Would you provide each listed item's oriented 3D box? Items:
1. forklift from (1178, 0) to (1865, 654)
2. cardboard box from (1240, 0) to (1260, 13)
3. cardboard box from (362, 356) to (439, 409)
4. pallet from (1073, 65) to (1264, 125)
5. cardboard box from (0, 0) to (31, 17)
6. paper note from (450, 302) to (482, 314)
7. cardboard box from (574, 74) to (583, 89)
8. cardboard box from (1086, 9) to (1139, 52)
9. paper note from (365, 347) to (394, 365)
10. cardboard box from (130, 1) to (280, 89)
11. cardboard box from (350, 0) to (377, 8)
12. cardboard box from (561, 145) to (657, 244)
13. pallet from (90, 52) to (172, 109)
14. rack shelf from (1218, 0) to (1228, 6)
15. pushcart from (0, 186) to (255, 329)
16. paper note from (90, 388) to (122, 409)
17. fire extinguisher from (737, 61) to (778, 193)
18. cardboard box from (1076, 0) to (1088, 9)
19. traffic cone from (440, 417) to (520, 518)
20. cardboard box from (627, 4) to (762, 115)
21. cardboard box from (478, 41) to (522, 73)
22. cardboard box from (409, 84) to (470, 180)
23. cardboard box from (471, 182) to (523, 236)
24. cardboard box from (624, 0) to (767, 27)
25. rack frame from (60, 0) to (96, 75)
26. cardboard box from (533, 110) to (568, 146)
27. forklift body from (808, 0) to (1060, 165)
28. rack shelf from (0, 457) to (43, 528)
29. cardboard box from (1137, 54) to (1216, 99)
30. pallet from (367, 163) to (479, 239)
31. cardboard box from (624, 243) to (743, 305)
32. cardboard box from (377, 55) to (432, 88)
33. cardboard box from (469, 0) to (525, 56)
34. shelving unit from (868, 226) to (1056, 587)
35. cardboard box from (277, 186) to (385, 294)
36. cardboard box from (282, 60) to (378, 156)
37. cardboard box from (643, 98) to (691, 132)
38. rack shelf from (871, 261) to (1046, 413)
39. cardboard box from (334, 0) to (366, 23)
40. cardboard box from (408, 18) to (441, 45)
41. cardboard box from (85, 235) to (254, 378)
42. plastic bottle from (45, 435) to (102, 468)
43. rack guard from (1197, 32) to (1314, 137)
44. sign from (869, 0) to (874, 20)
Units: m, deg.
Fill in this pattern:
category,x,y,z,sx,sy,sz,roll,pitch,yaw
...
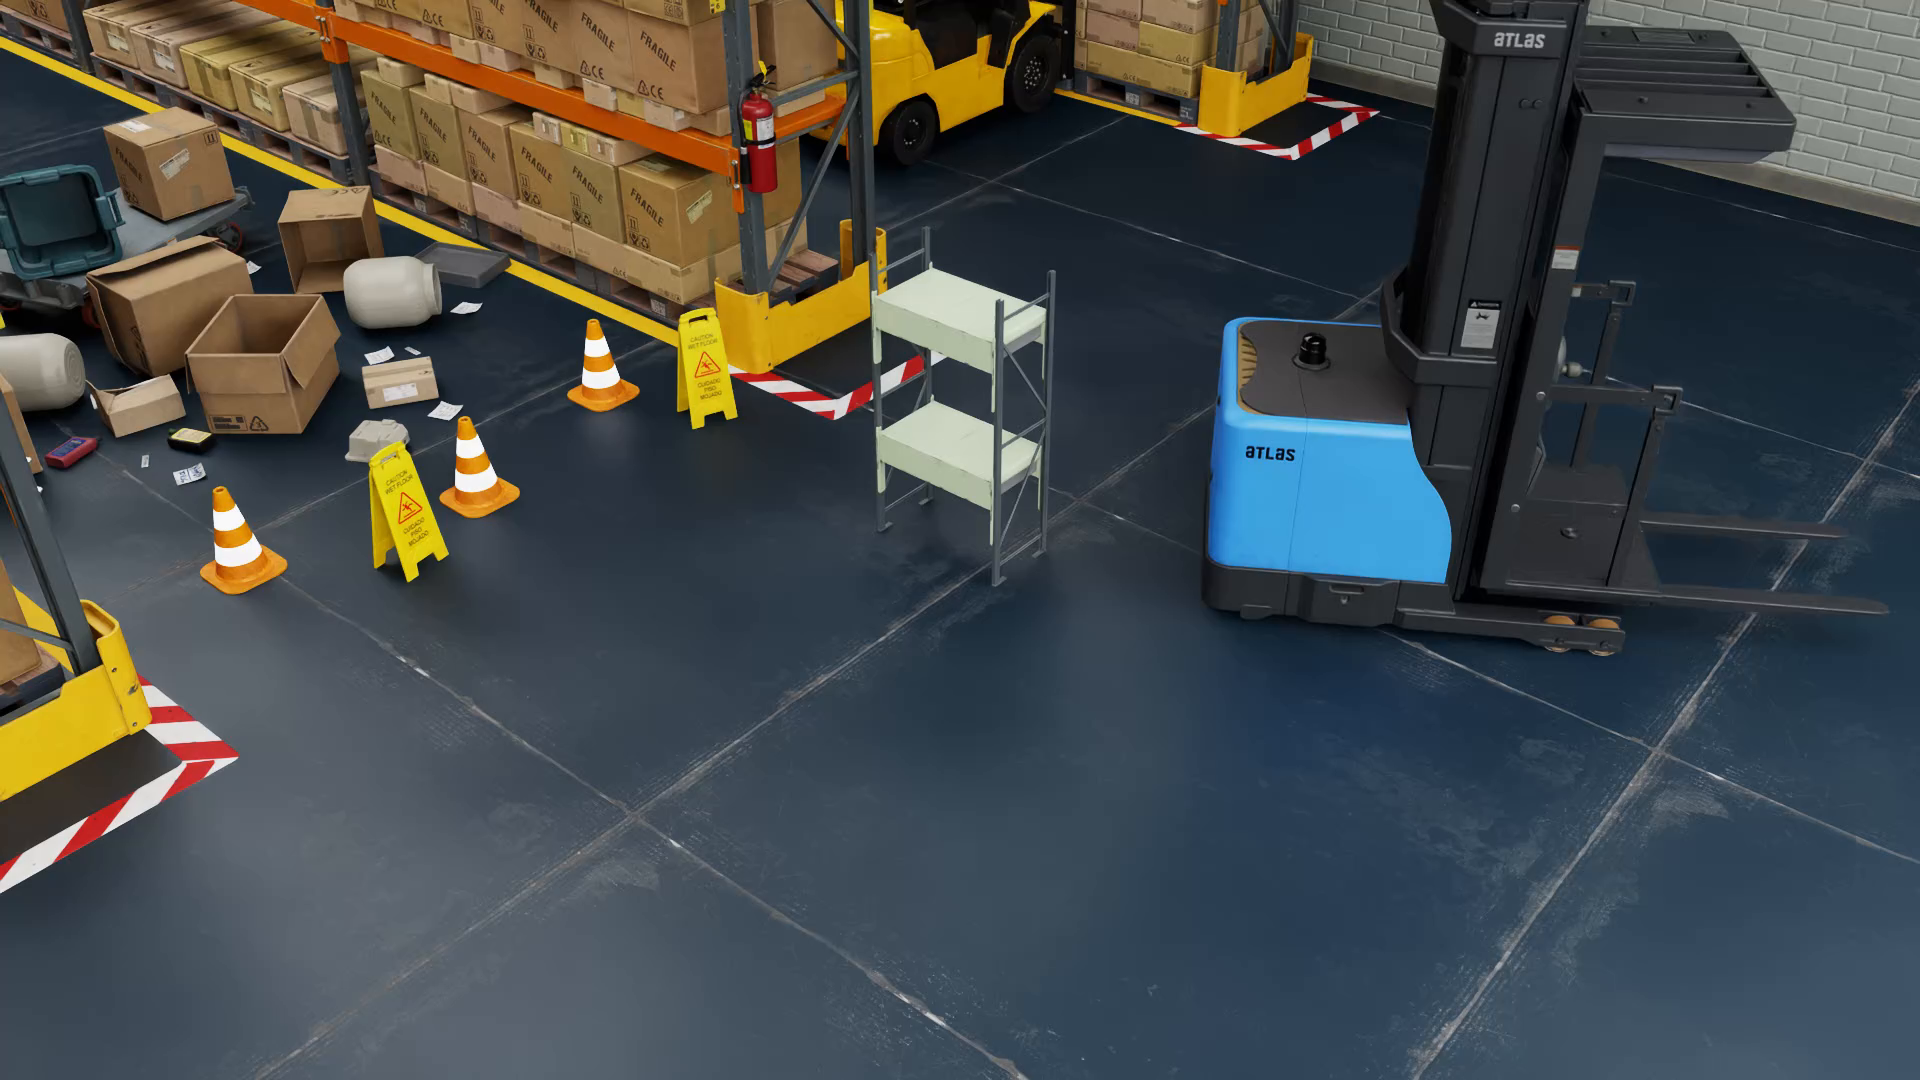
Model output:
category,x,y,z,sx,sy,sz,roll,pitch,yaw
forklift,2.575,-1.018,7.143,3.031,2.935,1.130,5,35,7
cardboard box,2.055,-4.340,13.095,0.500,0.250,0.500,25,41,31
cardboard box,-3.169,-0.891,9.417,0.380,0.149,0.250,-12,36,-17
pallet,1.688,-3.741,13.511,1.213,0.211,1.003,25,42,32
cardboard box,-8.179,-5.277,14.790,0.875,0.875,0.875,26,42,32
paper note,-3.064,-1.445,10.328,0.148,0.019,0.142,12,36,16
cardboard box,-2.067,-2.789,9.884,0.250,0.149,0.380,26,42,32
cardboard box,1.350,-4.104,13.193,0.500,0.250,0.500,25,42,31
paper note,-3.427,-1.092,9.823,0.148,0.019,0.142,-18,38,-25
cardboard box,-6.018,-3.986,13.354,0.625,0.372,0.950,24,41,31
cardboard box,-3.784,-3.803,10.787,0.500,0.500,0.500,25,42,32
cardboard box,-2.056,-2.184,10.176,0.500,0.500,0.500,27,43,33
pallet,-6.419,-3.935,13.794,1.213,0.211,1.003,25,42,32
rack shelf,0.766,-5.060,13.603,4.000,0.370,1.077,25,42,32
pushcart,-5.365,-1.829,10.580,0.936,0.377,1.648,12,36,16
paper note,-4.819,-0.807,9.405,0.172,0.023,0.155,-18,38,-25
fire extinguisher,-1.077,-2.197,8.868,0.183,0.674,0.296,25,42,32
cardboard box,0.959,-4.476,13.292,0.500,0.250,0.500,26,42,32
traffic cone,-2.475,-0.414,8.444,0.334,0.463,0.336,25,42,32
cardboard box,-1.463,-2.711,9.198,0.500,0.500,0.500,24,41,31
cardboard box,-2.719,-3.016,10.214,0.250,0.149,0.380,25,42,32
cardboard box,-3.245,-2.749,10.998,0.500,0.500,0.500,27,43,34
cardboard box,-2.837,-2.249,10.933,0.500,0.250,0.500,25,41,31
cardboard box,-1.402,-3.137,8.934,0.500,0.500,0.700,24,41,31
rack frame,-7.018,-5.369,13.418,0.127,3.000,1.000,25,42,32
cardboard box,-2.370,-2.556,10.145,0.250,0.149,0.380,27,43,34
forklift body,-0.322,-4.175,12.430,1.214,2.155,2.313,25,42,32
rack shelf,-5.497,-0.709,7.268,4.000,0.370,1.077,25,42,32
cardboard box,1.740,-3.704,13.052,0.500,0.250,0.500,26,42,32
pallet,-3.405,-2.542,11.766,1.213,0.211,1.003,25,42,32
cardboard box,-1.682,-1.695,10.126,0.500,0.250,0.500,25,42,32
cardboard box,-3.606,-3.133,10.985,0.250,0.149,0.380,26,42,32
cardboard box,-2.605,-3.269,10.010,0.500,0.500,0.500,26,42,32
shelving unit,0.005,-0.616,7.822,0.755,1.500,0.431,25,42,32
cardboard box,-3.991,-1.910,10.588,0.500,0.500,0.500,-6,35,-8
cardboard box,-4.349,-3.199,12.208,0.625,0.372,0.950,26,42,32
cardboard box,-1.560,-2.453,9.395,0.250,0.149,0.380,25,42,31
rack shelf,0.005,-0.938,7.601,0.720,0.370,0.431,25,42,32
cardboard box,-3.907,-3.563,11.010,0.250,0.149,0.380,25,42,32
cardboard box,-3.289,-3.306,10.636,0.250,0.149,0.380,27,43,33
cardboard box,-4.564,-1.368,9.677,0.503,0.637,0.797,25,42,32
plastic bottle,-4.739,-0.485,8.903,0.133,0.061,0.283,12,36,16
rack guard,2.321,-3.593,13.040,0.348,0.500,1.175,25,42,32
sign,-0.523,-3.064,9.297,0.005,0.325,0.100,25,42,32
